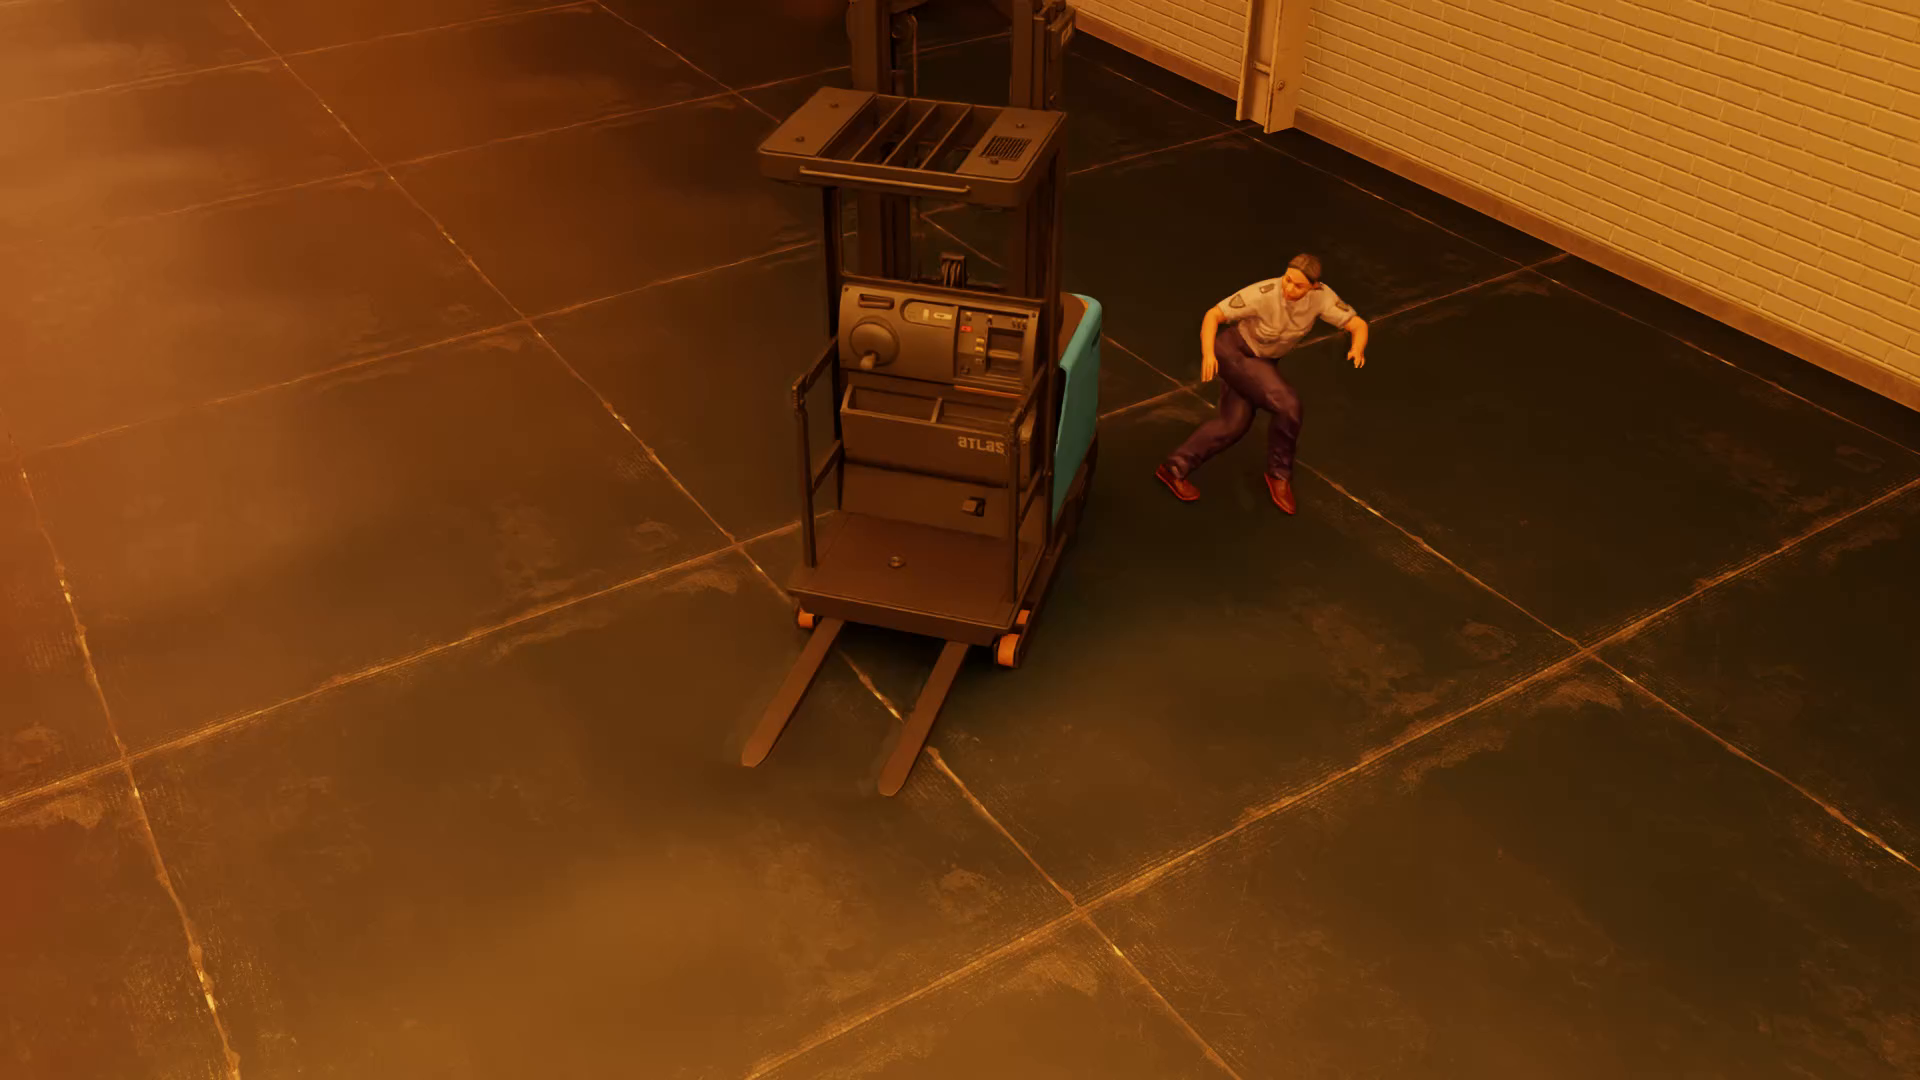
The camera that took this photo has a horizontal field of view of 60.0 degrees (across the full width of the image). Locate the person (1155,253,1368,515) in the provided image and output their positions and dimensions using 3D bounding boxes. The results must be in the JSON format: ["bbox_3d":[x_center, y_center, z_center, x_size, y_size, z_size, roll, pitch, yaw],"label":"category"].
[{"bbox_3d":[1.594,-0.816,8.620,0.918,1.406,0.910,-26,42,-32],"label":"person"}]

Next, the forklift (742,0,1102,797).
[{"bbox_3d":[-0.161,-0.854,7.363,1.130,2.935,3.031,10,36,14],"label":"forklift"}]
